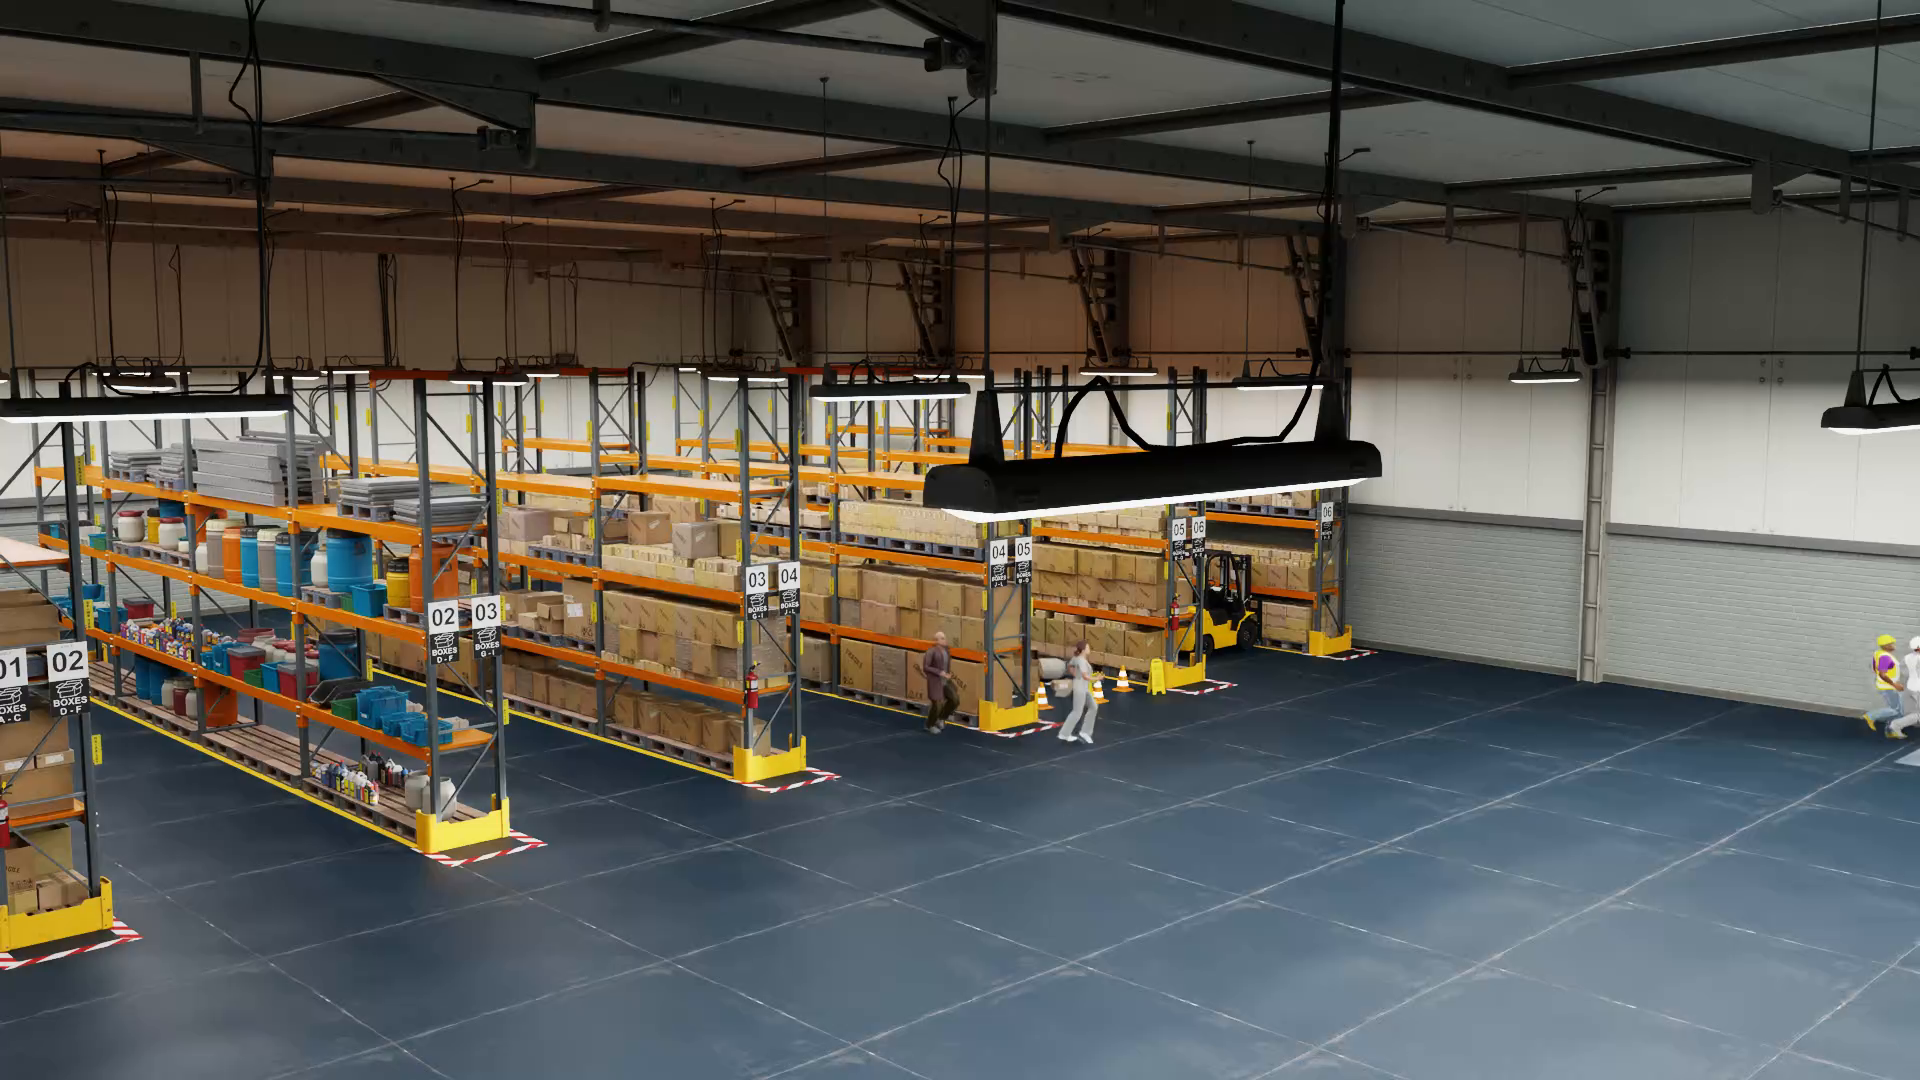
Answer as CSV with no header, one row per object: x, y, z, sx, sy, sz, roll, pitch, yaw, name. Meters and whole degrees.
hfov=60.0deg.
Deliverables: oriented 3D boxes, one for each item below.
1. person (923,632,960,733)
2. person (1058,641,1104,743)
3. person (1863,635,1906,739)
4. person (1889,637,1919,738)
-0.316,2.368,27.552,0.723,1.726,0.732,-6,9,-45,person
1.963,2.485,26.948,0.741,1.736,0.583,0,6,2,person
15.195,2.403,27.265,0.663,1.709,0.691,3,7,21,person
15.470,2.423,26.798,0.920,1.743,0.663,1,7,9,person
